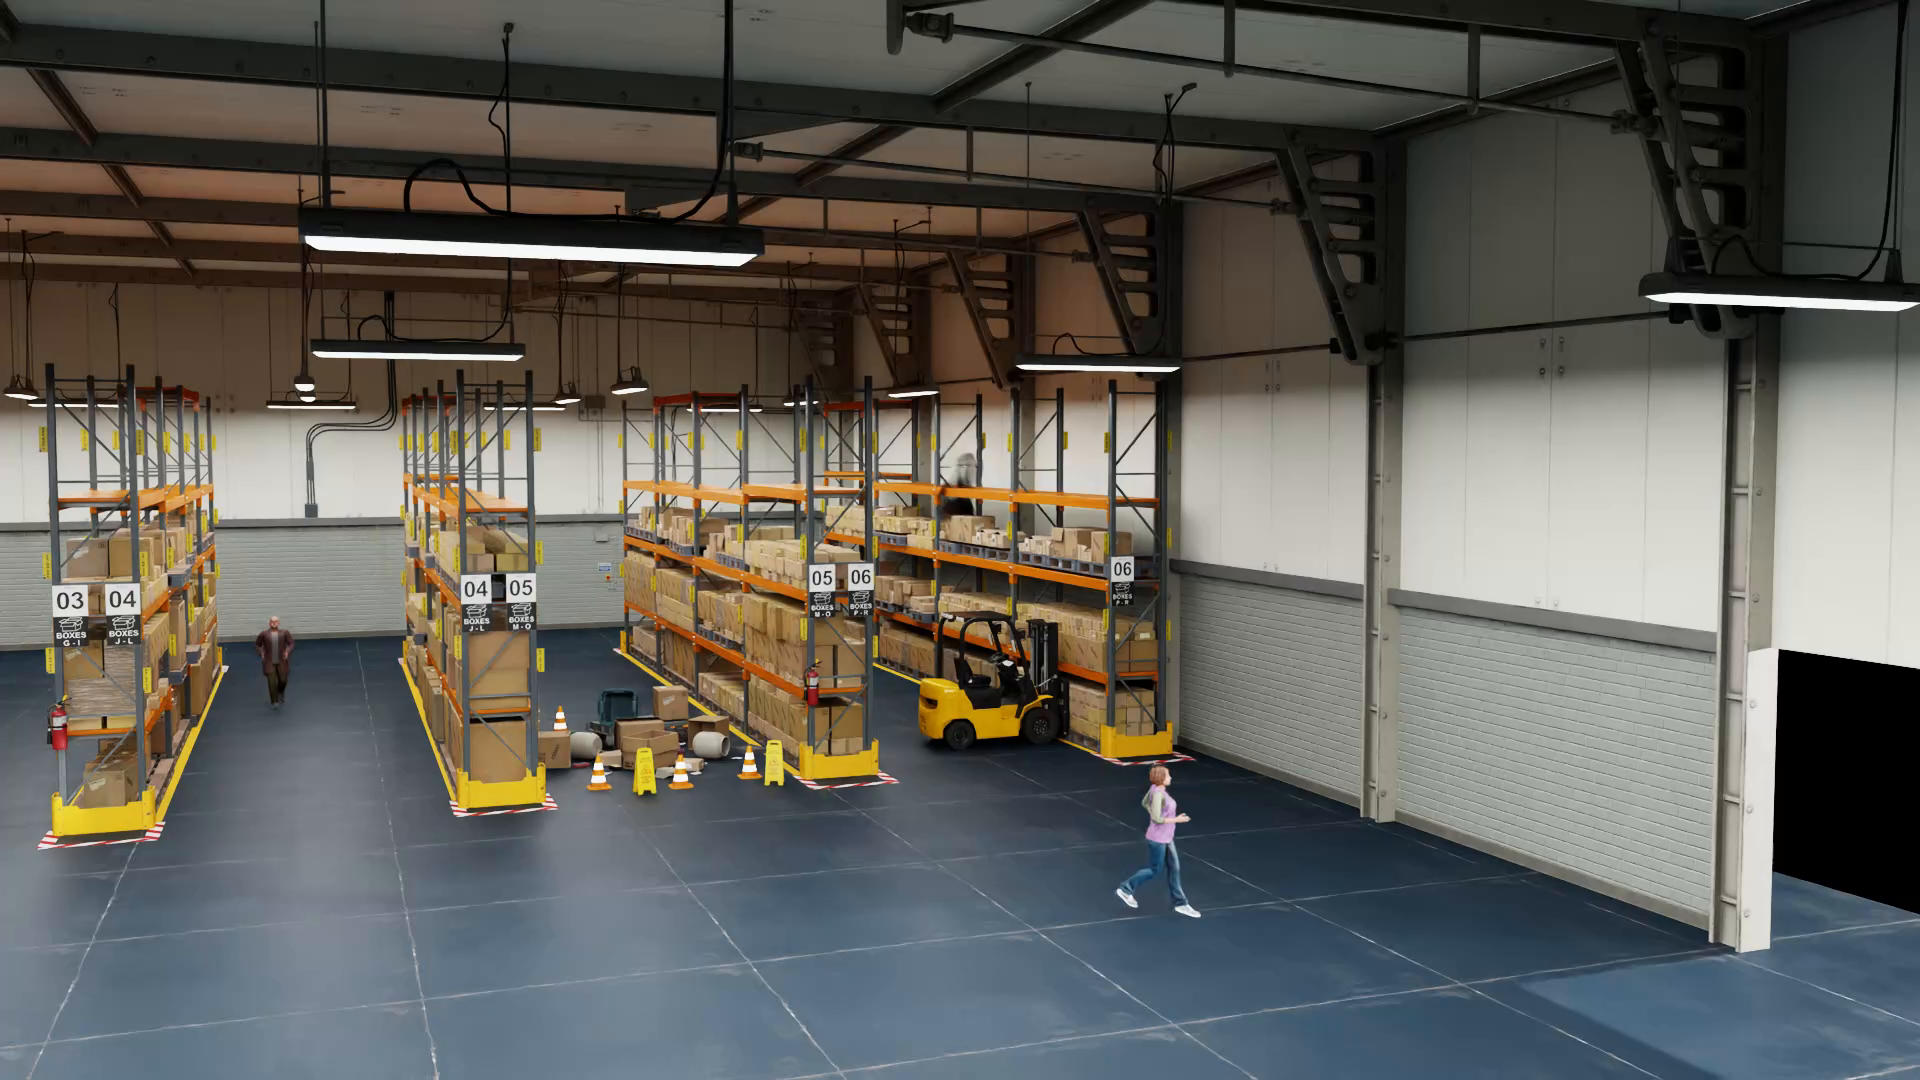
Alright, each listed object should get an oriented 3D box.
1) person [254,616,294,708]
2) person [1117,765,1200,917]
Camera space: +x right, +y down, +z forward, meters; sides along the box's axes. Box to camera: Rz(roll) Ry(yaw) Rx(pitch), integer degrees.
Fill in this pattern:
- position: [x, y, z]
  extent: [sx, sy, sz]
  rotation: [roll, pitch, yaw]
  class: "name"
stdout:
- position: [-12.947, 2.299, 31.416]
  extent: [0.707, 1.724, 0.668]
  rotation: [-2, 4, -25]
  class: "person"
- position: [2.090, 3.159, 17.495]
  extent: [0.878, 1.596, 0.537]
  rotation: [1, 3, 16]
  class: "person"
